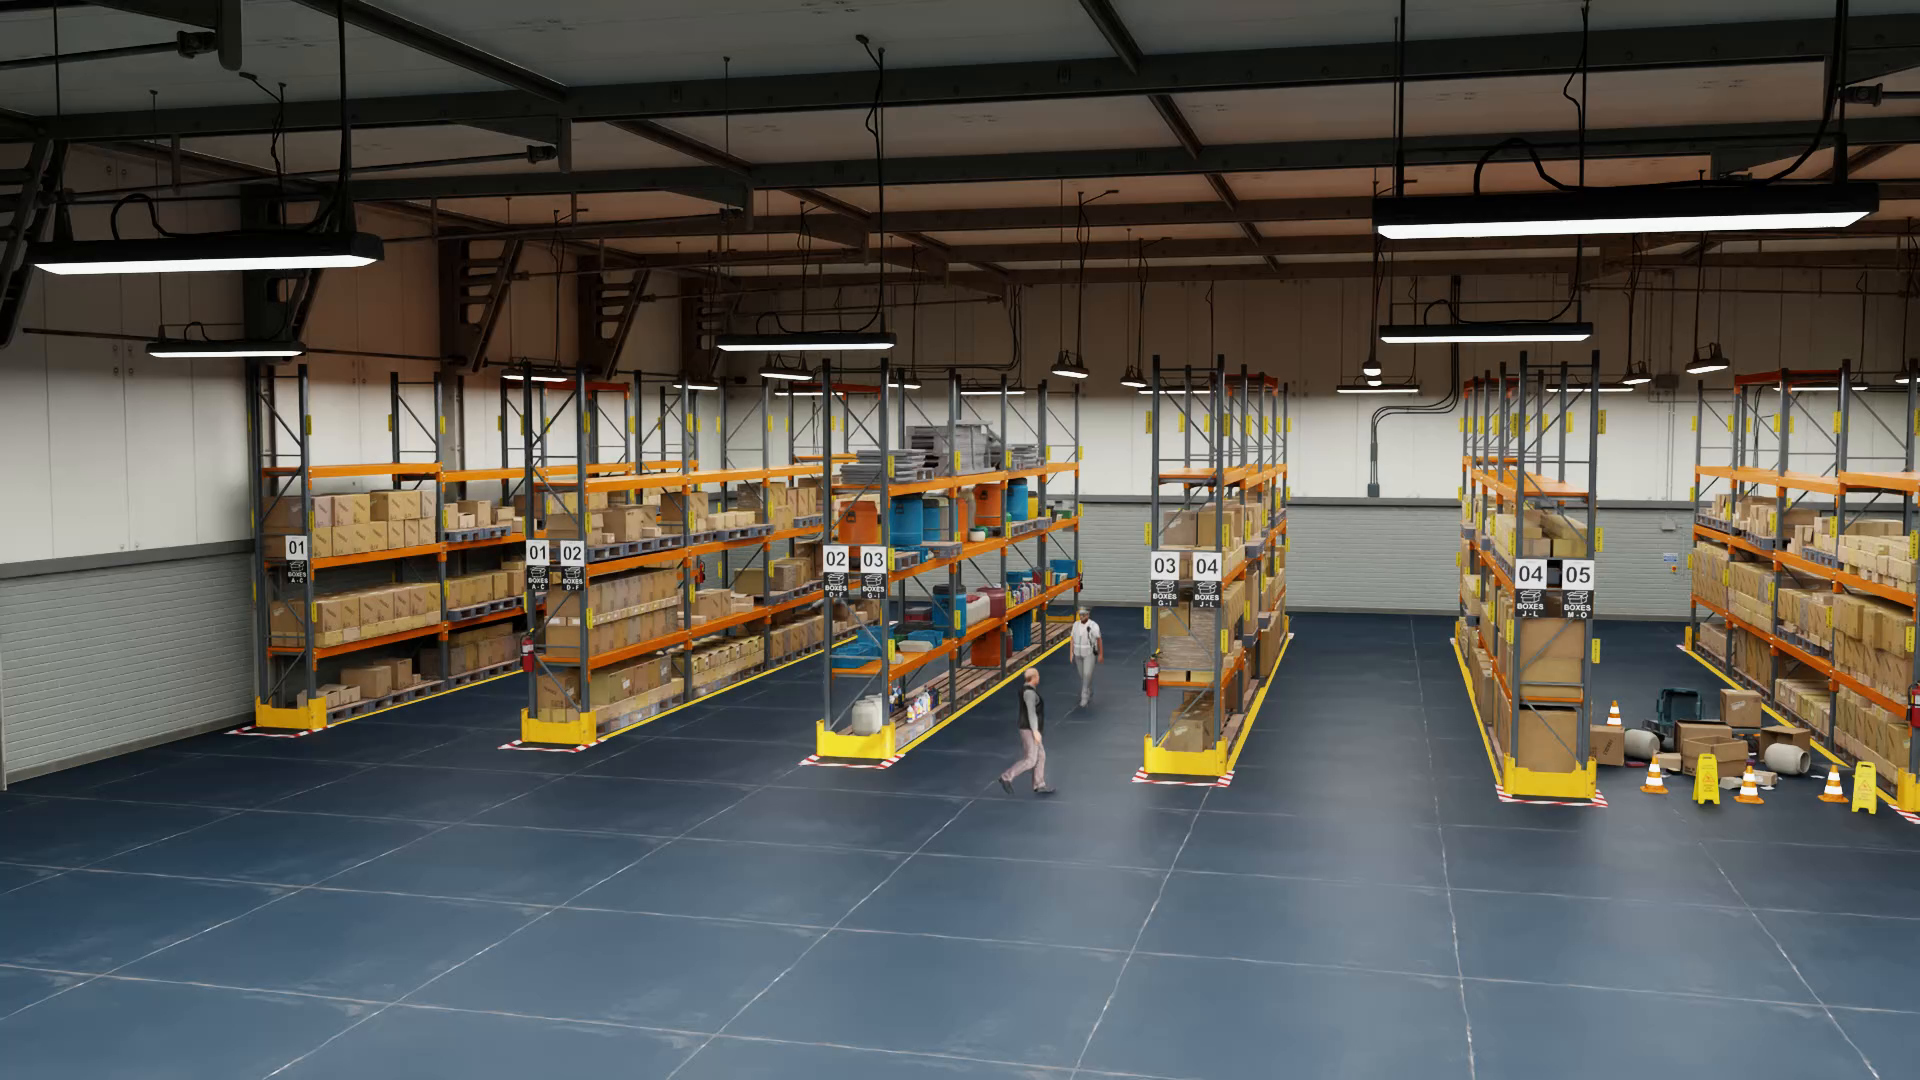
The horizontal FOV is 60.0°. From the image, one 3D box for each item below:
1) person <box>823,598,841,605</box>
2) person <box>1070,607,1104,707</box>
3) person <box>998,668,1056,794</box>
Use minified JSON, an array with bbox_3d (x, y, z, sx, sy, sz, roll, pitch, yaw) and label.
[{"bbox_3d":[-3.307,1.146,42.960,0.739,1.754,0.594,-1,4,-11],"label":"person"},{"bbox_3d":[2.228,2.059,29.912,0.573,1.739,0.903,3,5,35],"label":"person"},{"bbox_3d":[0.908,2.595,22.561,0.821,1.707,0.583,-1,4,-10],"label":"person"}]
